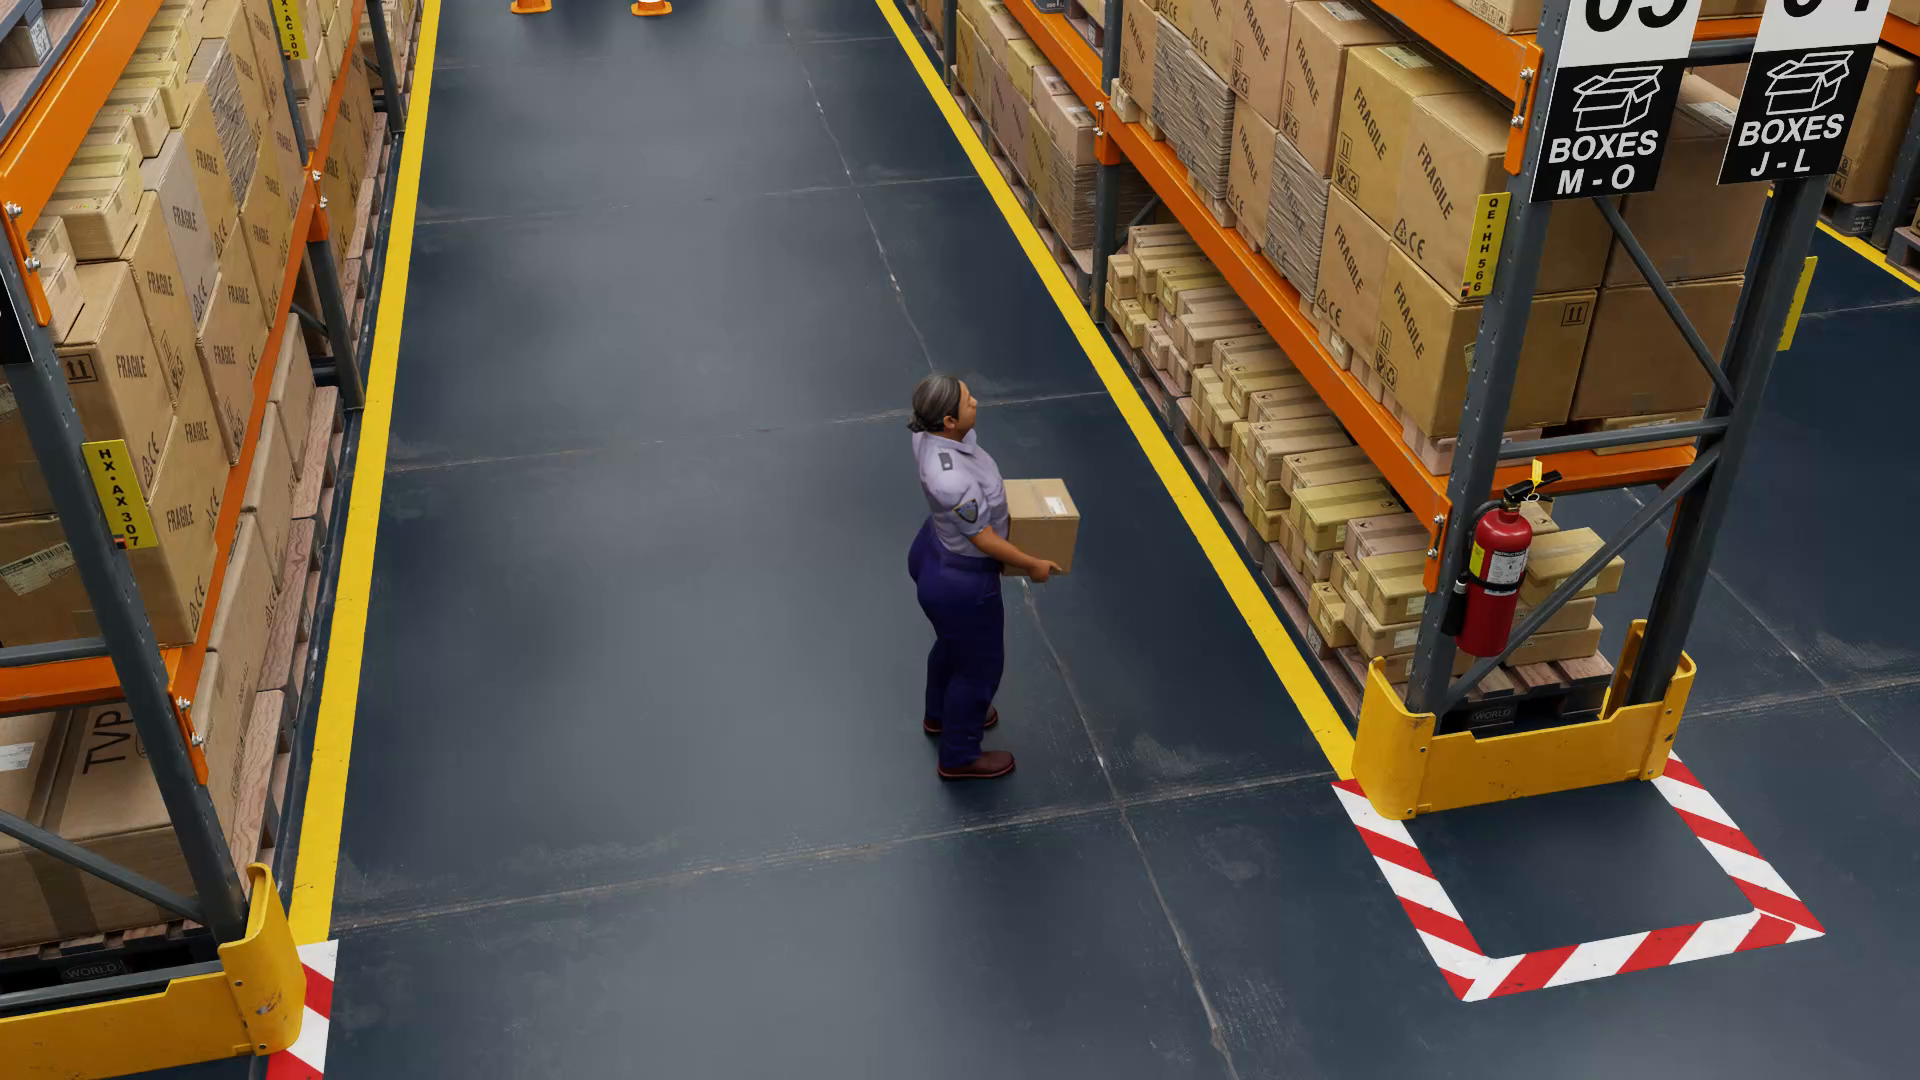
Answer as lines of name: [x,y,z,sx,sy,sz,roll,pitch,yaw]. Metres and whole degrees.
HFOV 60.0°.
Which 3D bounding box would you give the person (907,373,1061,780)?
person: [0.076,0.116,5.998,0.518,1.634,0.452,-7,35,-10]
